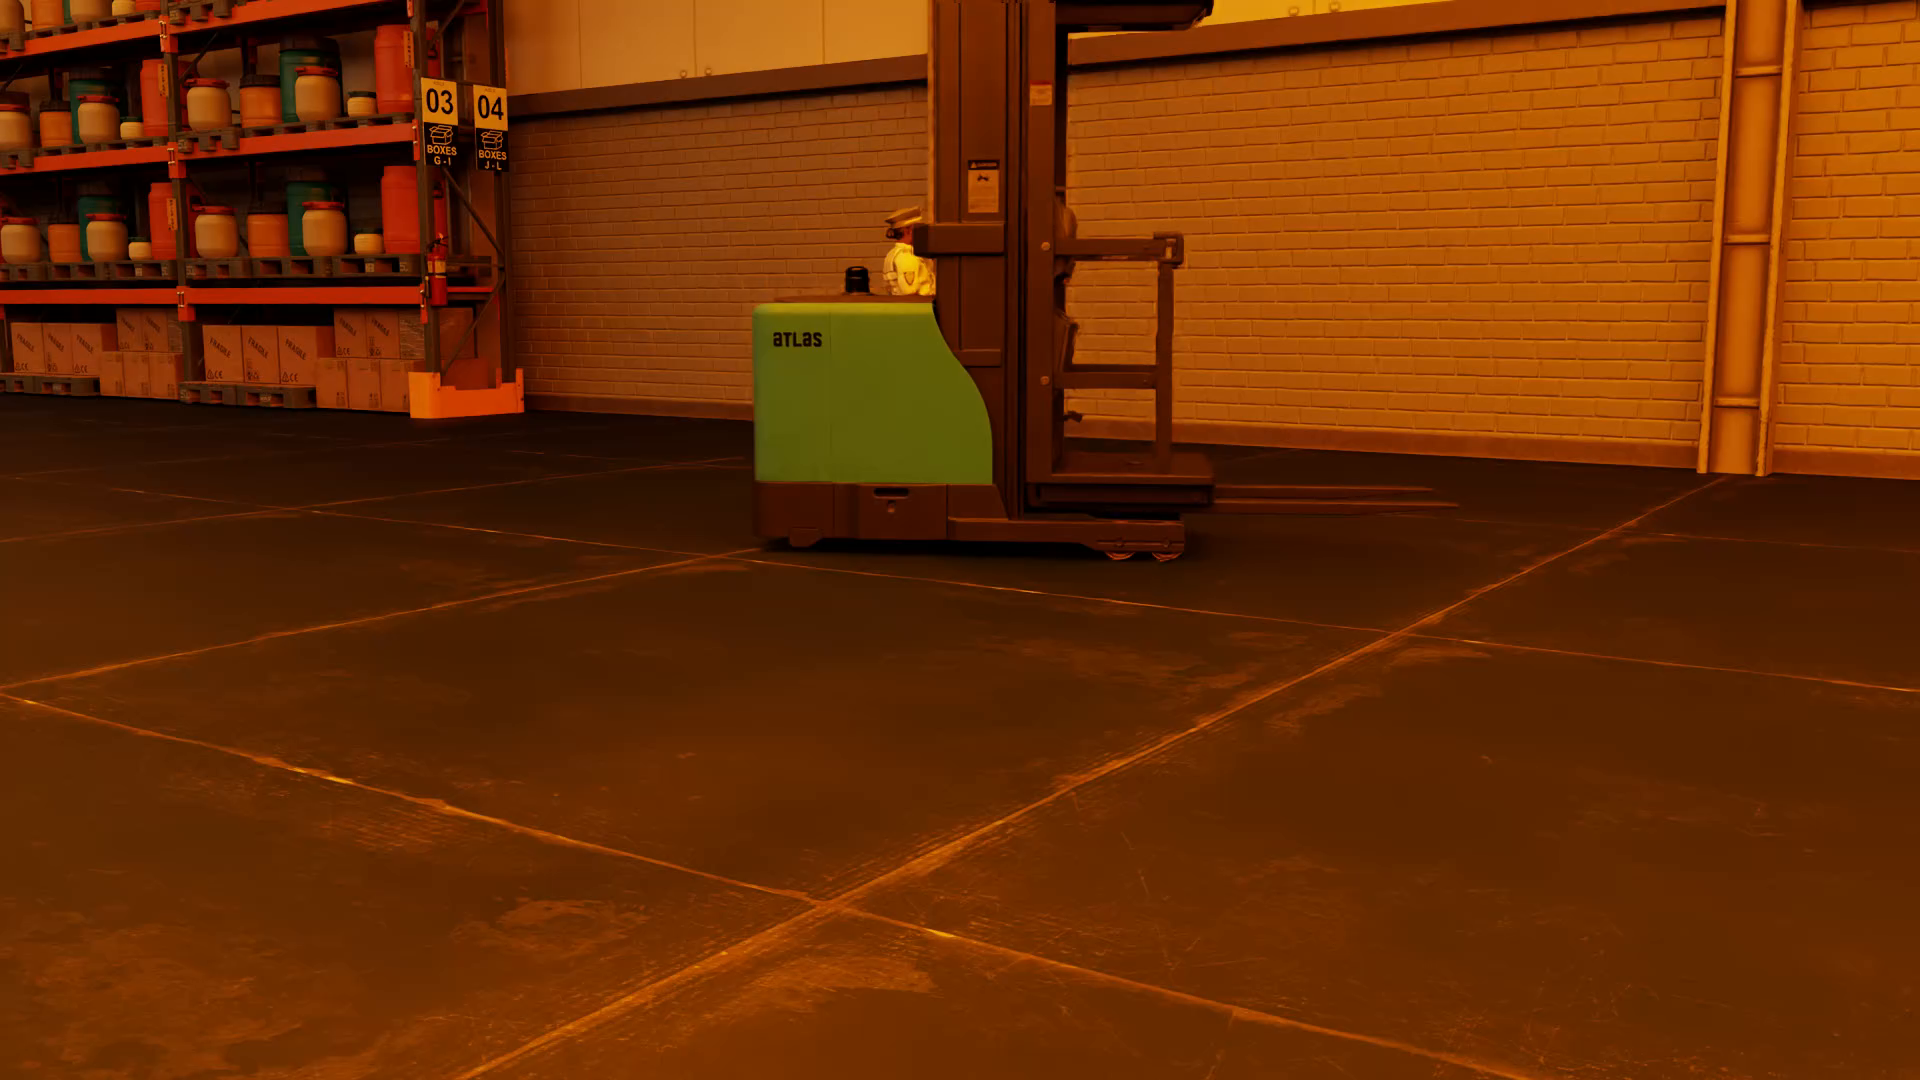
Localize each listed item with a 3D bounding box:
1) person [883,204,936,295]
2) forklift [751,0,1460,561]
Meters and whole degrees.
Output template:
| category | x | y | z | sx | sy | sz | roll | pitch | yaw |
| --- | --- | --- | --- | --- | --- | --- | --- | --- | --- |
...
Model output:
| category | x | y | z | sx | sy | sz | roll | pitch | yaw |
| --- | --- | --- | --- | --- | --- | --- | --- | --- | --- |
| person | -0.317 | -1.271 | 10.557 | 0.339 | 1.692 | 0.446 | -2 | 8 | -16 |
| forklift | 0.644 | -1.443 | 7.341 | 3.031 | 2.935 | 1.130 | 1 | 8 | 6 |
